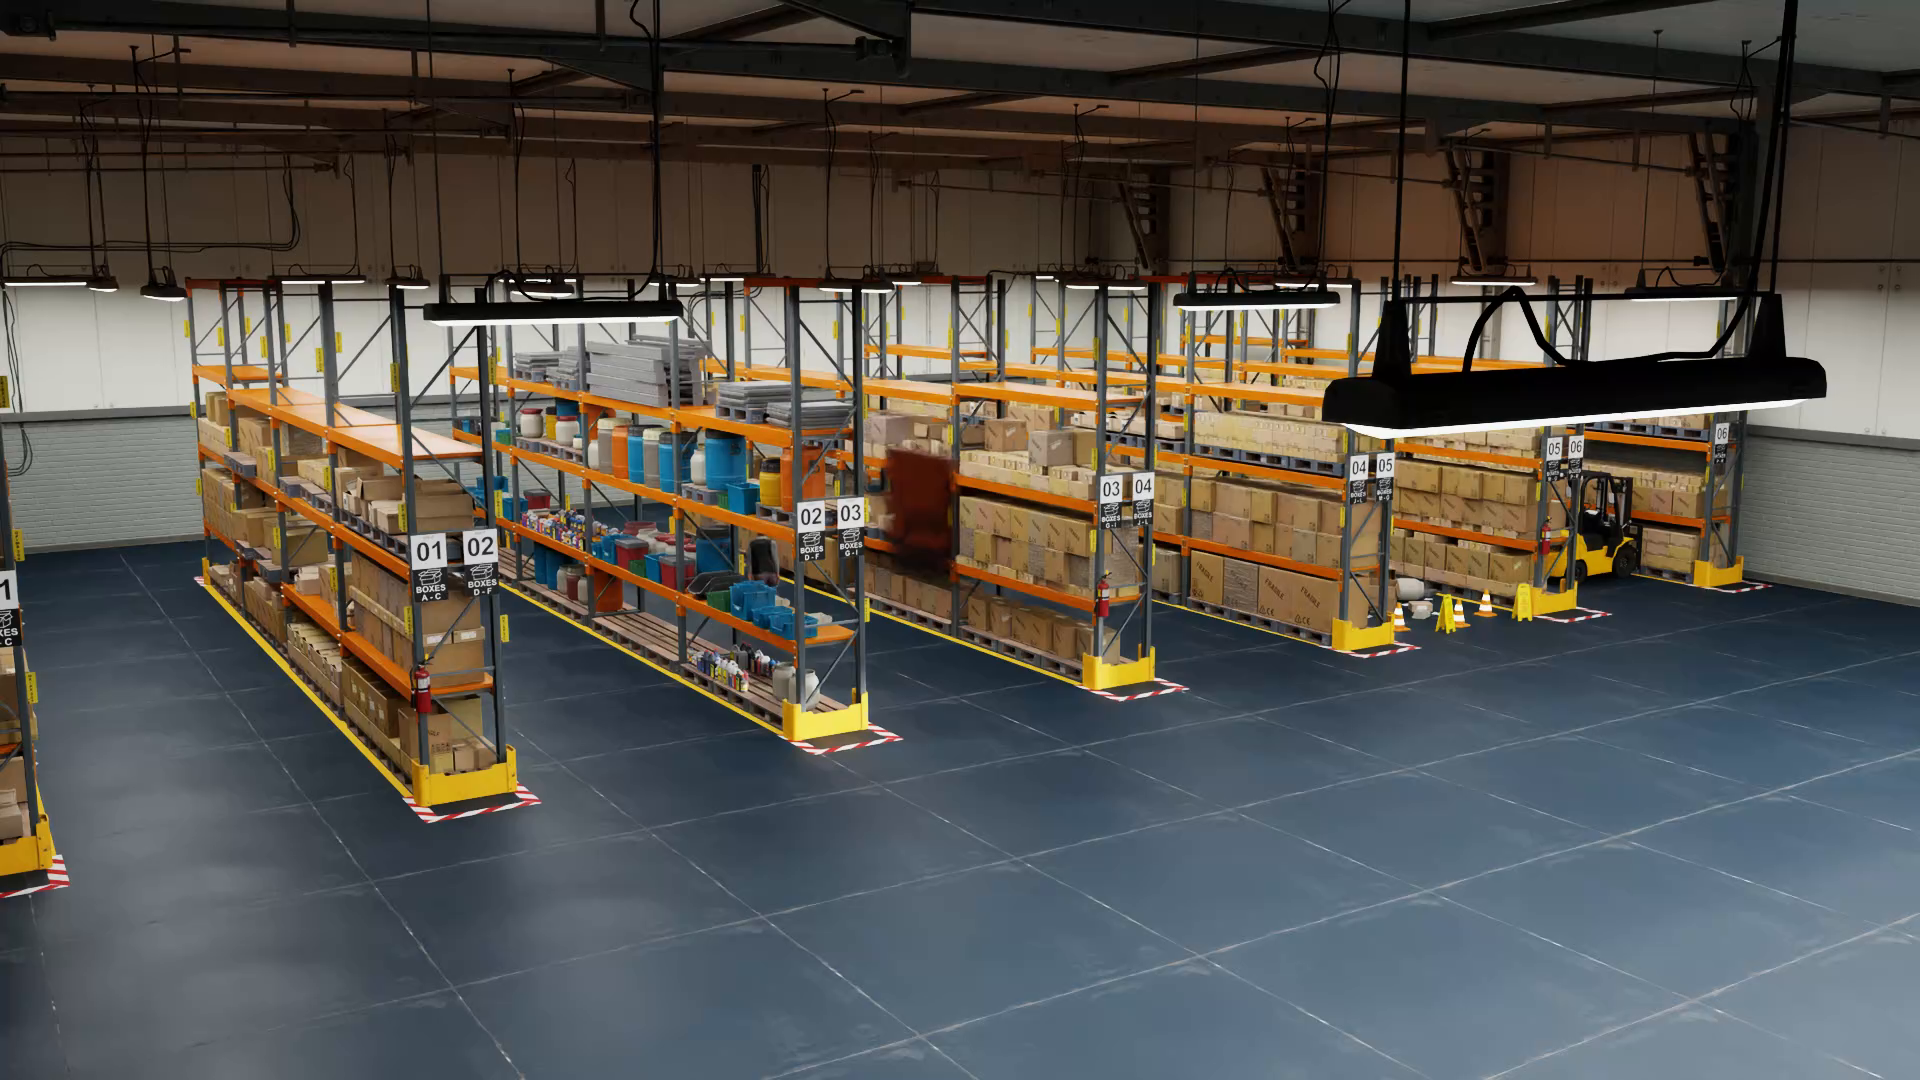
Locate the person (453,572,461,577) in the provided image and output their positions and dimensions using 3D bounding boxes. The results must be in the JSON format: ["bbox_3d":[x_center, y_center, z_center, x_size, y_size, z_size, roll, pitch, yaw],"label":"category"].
[{"bbox_3d":[-8.182,1.102,26.450,0.661,1.673,0.623,-6,11,-32],"label":"person"}]

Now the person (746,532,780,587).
[{"bbox_3d":[-3.240,0.605,27.457,0.557,1.726,0.456,-3,10,-17],"label":"person"}]
